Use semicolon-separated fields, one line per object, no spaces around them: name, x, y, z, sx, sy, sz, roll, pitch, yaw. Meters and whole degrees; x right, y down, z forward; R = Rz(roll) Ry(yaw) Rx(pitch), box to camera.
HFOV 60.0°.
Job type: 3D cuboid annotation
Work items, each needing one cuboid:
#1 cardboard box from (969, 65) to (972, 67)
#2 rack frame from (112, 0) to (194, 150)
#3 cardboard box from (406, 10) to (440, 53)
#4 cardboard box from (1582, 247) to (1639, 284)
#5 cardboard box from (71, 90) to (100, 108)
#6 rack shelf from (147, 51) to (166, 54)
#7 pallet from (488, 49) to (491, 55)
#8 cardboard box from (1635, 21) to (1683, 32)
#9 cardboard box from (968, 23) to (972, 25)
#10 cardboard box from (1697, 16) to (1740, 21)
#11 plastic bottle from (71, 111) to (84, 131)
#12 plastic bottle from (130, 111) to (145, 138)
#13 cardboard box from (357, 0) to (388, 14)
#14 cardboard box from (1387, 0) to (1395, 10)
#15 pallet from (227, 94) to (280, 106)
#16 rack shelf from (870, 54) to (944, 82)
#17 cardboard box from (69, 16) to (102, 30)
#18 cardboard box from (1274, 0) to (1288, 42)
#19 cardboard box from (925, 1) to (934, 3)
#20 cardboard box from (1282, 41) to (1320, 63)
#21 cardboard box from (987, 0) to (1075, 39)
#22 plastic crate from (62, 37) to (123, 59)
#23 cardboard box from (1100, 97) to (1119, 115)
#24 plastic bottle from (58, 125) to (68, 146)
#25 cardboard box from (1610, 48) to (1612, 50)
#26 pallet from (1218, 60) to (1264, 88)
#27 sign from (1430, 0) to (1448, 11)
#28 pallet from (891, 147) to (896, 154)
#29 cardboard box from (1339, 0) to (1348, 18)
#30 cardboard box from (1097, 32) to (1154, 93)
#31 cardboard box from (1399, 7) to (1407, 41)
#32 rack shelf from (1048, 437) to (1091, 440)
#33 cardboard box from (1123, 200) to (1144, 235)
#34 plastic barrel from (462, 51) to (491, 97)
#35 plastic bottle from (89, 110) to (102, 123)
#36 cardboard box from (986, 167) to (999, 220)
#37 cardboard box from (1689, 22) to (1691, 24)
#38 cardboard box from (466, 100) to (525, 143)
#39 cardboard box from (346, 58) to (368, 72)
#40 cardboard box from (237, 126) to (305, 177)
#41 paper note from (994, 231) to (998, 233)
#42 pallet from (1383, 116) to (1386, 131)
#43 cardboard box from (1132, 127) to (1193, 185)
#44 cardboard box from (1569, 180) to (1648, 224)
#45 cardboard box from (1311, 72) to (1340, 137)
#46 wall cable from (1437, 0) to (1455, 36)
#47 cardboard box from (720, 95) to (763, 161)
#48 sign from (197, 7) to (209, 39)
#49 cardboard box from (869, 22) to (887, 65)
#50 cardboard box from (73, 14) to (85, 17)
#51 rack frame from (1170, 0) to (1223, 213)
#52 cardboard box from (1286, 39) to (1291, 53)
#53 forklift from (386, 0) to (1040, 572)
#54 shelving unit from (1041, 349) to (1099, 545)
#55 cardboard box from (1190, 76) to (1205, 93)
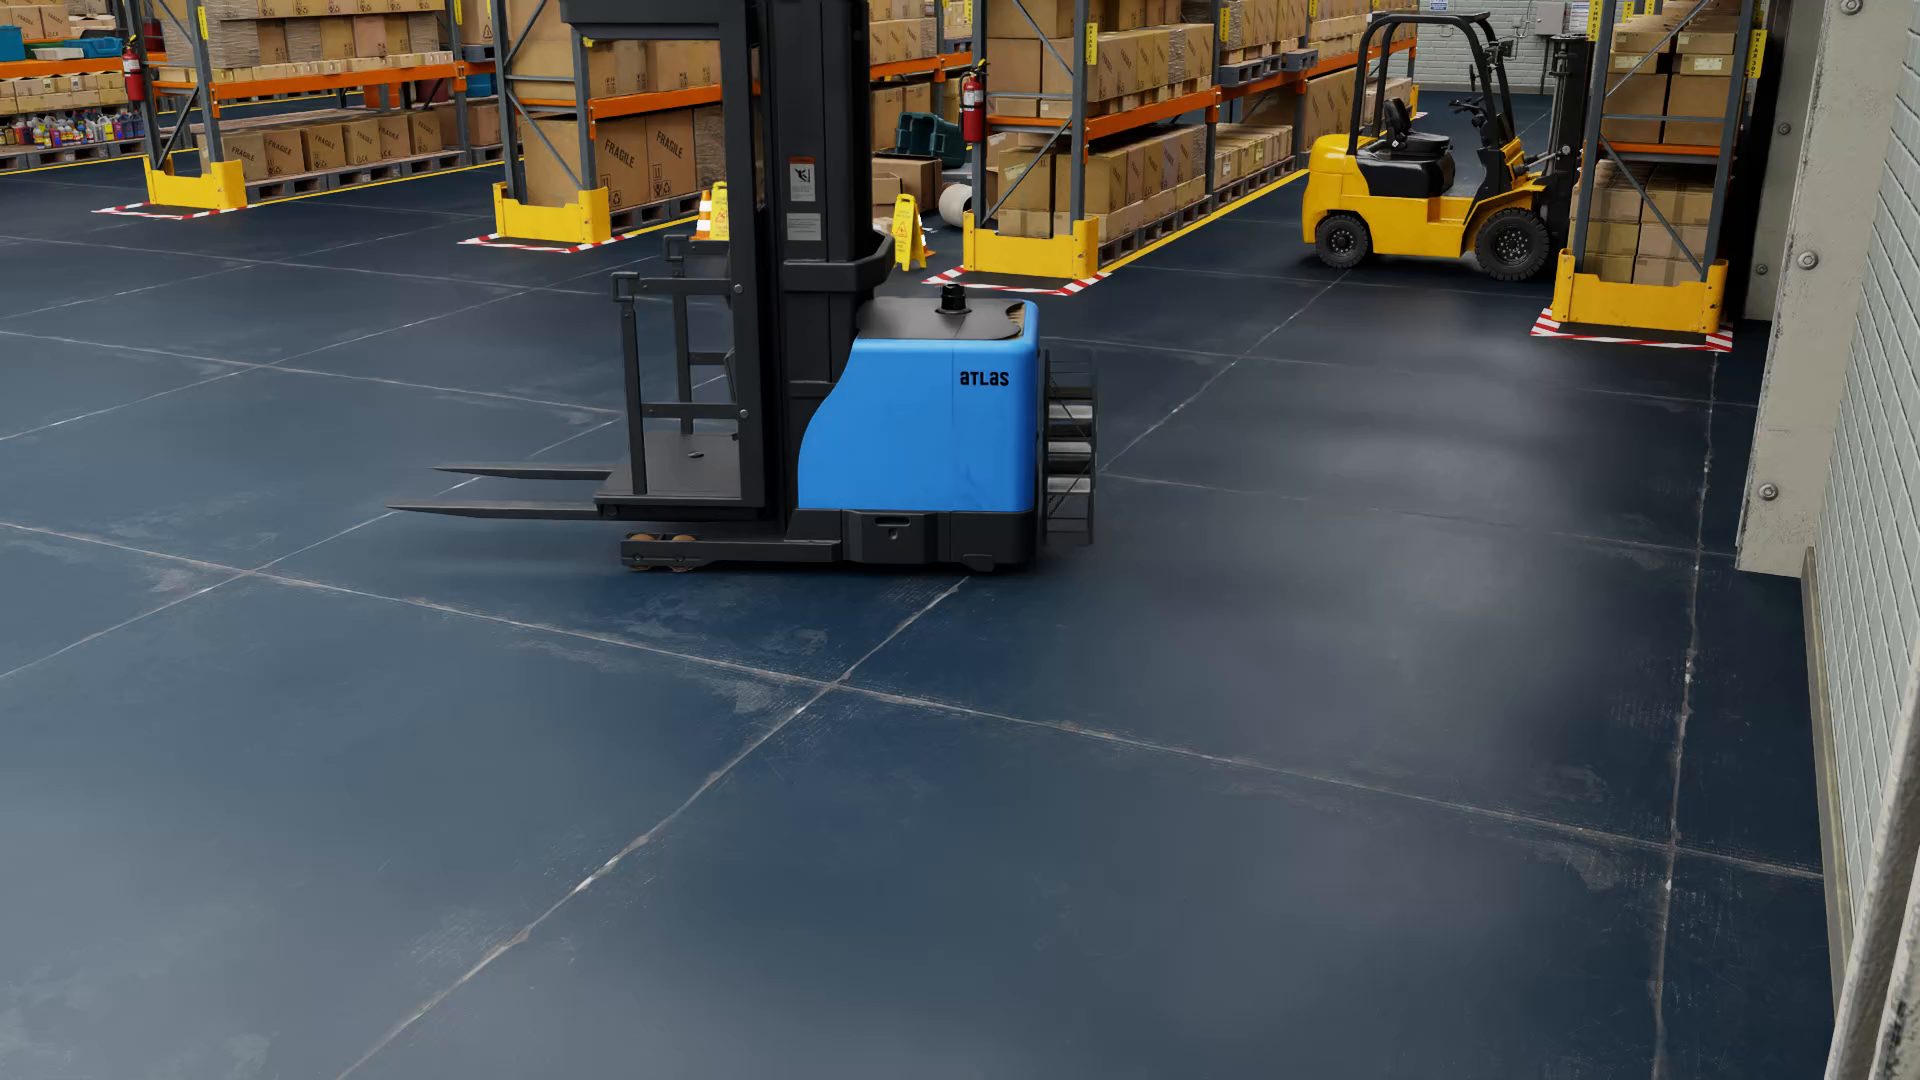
cardboard box;0.394;-7.245;25.849;0.500;0.250;0.500;8;21;20
rack frame;-11.340;-7.007;23.194;1.000;3.000;0.127;9;21;23
cardboard box;-7.062;-6.385;20.853;0.875;0.500;0.500;9;21;23
cardboard box;5.016;-2.154;13.025;0.500;0.250;0.500;9;21;23
cardboard box;-14.629;-7.307;27.515;0.500;0.250;0.500;9;22;24
rack shelf;-10.521;-7.279;25.034;1.077;0.370;4.000;9;21;23
pallet;-5.957;-6.849;23.036;1.003;0.211;1.213;9;21;23
cardboard box;5.807;-4.240;13.854;0.380;0.149;0.250;9;21;23
cardboard box;0.000;-7.421;23.662;0.380;0.149;0.250;9;21;23
cardboard box;6.754;-4.570;14.782;0.380;0.149;0.250;8;21;21
plastic bottle;-12.127;-5.718;22.868;0.144;0.351;0.185;8;21;20
plastic bottle;-11.341;-5.729;22.899;0.144;0.351;0.185;8;21;21
cardboard box;-7.164;-6.504;19.696;0.500;0.500;0.500;9;21;23
cardboard box;6.344;-8.352;25.335;0.500;0.500;0.500;9;21;24
pallet;-13.379;-8.191;30.686;1.003;0.211;1.213;9;21;23
rack shelf;-1.519;-5.888;21.122;1.077;0.370;4.000;9;21;23
cardboard box;-14.763;-8.621;27.867;0.500;0.311;0.500;8;21;22
cardboard box;3.518;-6.084;19.380;0.500;0.500;0.500;7;21;19
cardboard box;-0.599;-7.650;23.862;0.380;0.149;0.250;9;22;24
cardboard box;4.287;-6.234;21.246;0.500;0.250;0.500;8;21;22
cardboard box;0.591;-4.589;14.310;0.700;0.500;0.500;8;21;21
plastic crate;-11.546;-6.561;22.163;0.499;0.251;0.616;9;21;23
cardboard box;1.182;-3.851;14.695;0.380;0.149;0.250;8;21;21
plastic bottle;-11.811;-5.322;21.872;0.097;0.271;0.097;0;20;0
cardboard box;5.075;-3.644;12.621;0.380;0.149;0.250;9;21;24
pallet;2.665;-5.091;18.092;1.003;0.211;1.213;9;21;23
sign;9.402;-10.515;32.656;0.327;0.218;0.001;9;21;23
pallet;-1.092;-5.294;22.539;1.003;0.211;1.213;9;21;23
cardboard box;4.912;-7.288;22.344;0.500;0.500;0.500;9;21;24
cardboard box;1.445;-4.353;15.140;0.500;0.500;0.500;8;21;22
cardboard box;6.756;-8.189;26.369;0.500;0.500;0.500;9;22;24
rack shelf;0.515;-0.503;7.827;0.199;0.015;0.184;1;20;2
cardboard box;1.380;-3.010;15.434;0.500;0.250;0.500;9;22;25
plastic barrel;-8.593;-8.281;29.282;0.600;0.901;0.708;9;21;23
plastic bottle;-11.918;-5.756;22.975;0.144;0.351;0.185;9;21;23
cardboard box;0.539;-3.650;17.482;0.500;0.500;0.500;-9;22;-24
cardboard box;7.451;-5.317;17.326;0.380;0.149;0.250;9;21;23
cardboard box;-6.338;-5.685;22.550;0.700;0.500;0.500;8;21;22
cardboard box;-7.269;-5.646;19.743;0.380;0.149;0.250;9;21;23
cardboard box;-7.975;-4.500;19.250;0.500;0.500;0.500;15;25;37
paper note;0.329;-3.085;16.599;0.142;0.019;0.148;1;20;4
pallet;6.376;-6.695;26.479;1.003;0.211;1.213;9;21;23
cardboard box;2.015;-3.850;16.674;0.500;0.500;0.500;9;21;24
cardboard box;5.015;-2.622;12.848;0.500;0.250;0.500;9;22;25
cardboard box;4.585;-5.859;22.510;0.875;0.875;0.875;9;21;23
wall cable;9.421;-10.856;32.455;0.585;1.953;0.123;9;21;23
cardboard box;-2.659;-4.630;19.054;0.875;0.875;0.875;9;21;24
sign;-7.964;-5.438;17.490;0.100;0.325;0.005;9;21;23
cardboard box;-1.256;-6.249;20.913;0.500;0.500;0.500;9;21;24
cardboard box;-17.427;-10.253;32.666;0.380;0.149;0.250;9;21;23
rack frame;2.219;-4.967;17.459;1.000;3.000;0.127;9;21;23
cardboard box;3.721;-5.886;19.791;0.380;0.149;0.250;7;21;20
forklift;-1.144;-1.409;7.558;3.031;2.935;1.130;1;20;3
shelving unit;0.515;-0.436;7.851;0.258;0.900;0.210;1;20;2
cardboard box;2.270;-4.632;16.891;0.380;0.149;0.250;9;22;24
